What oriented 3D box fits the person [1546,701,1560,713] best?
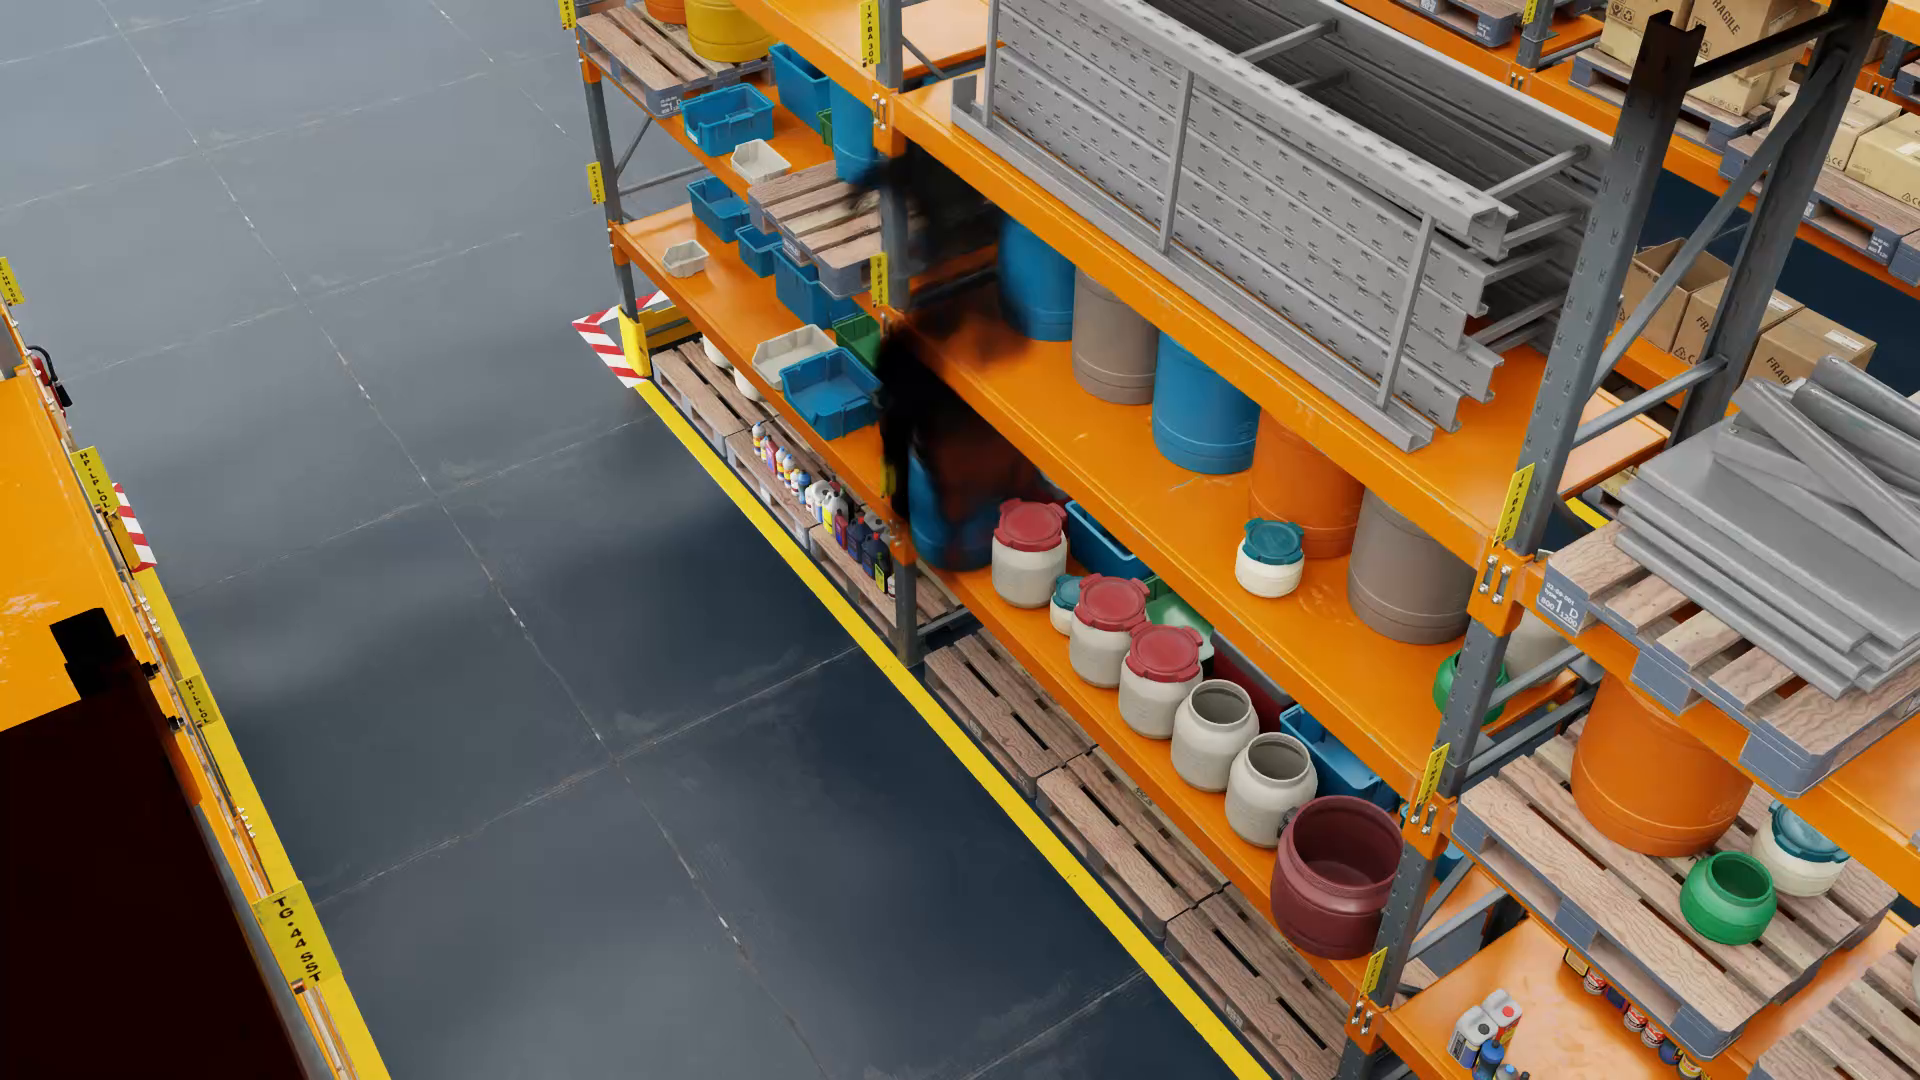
[{"bbox_3d":[3.913,0.555,9.473,0.780,1.798,0.725,31,51,30],"label":"person"}]
